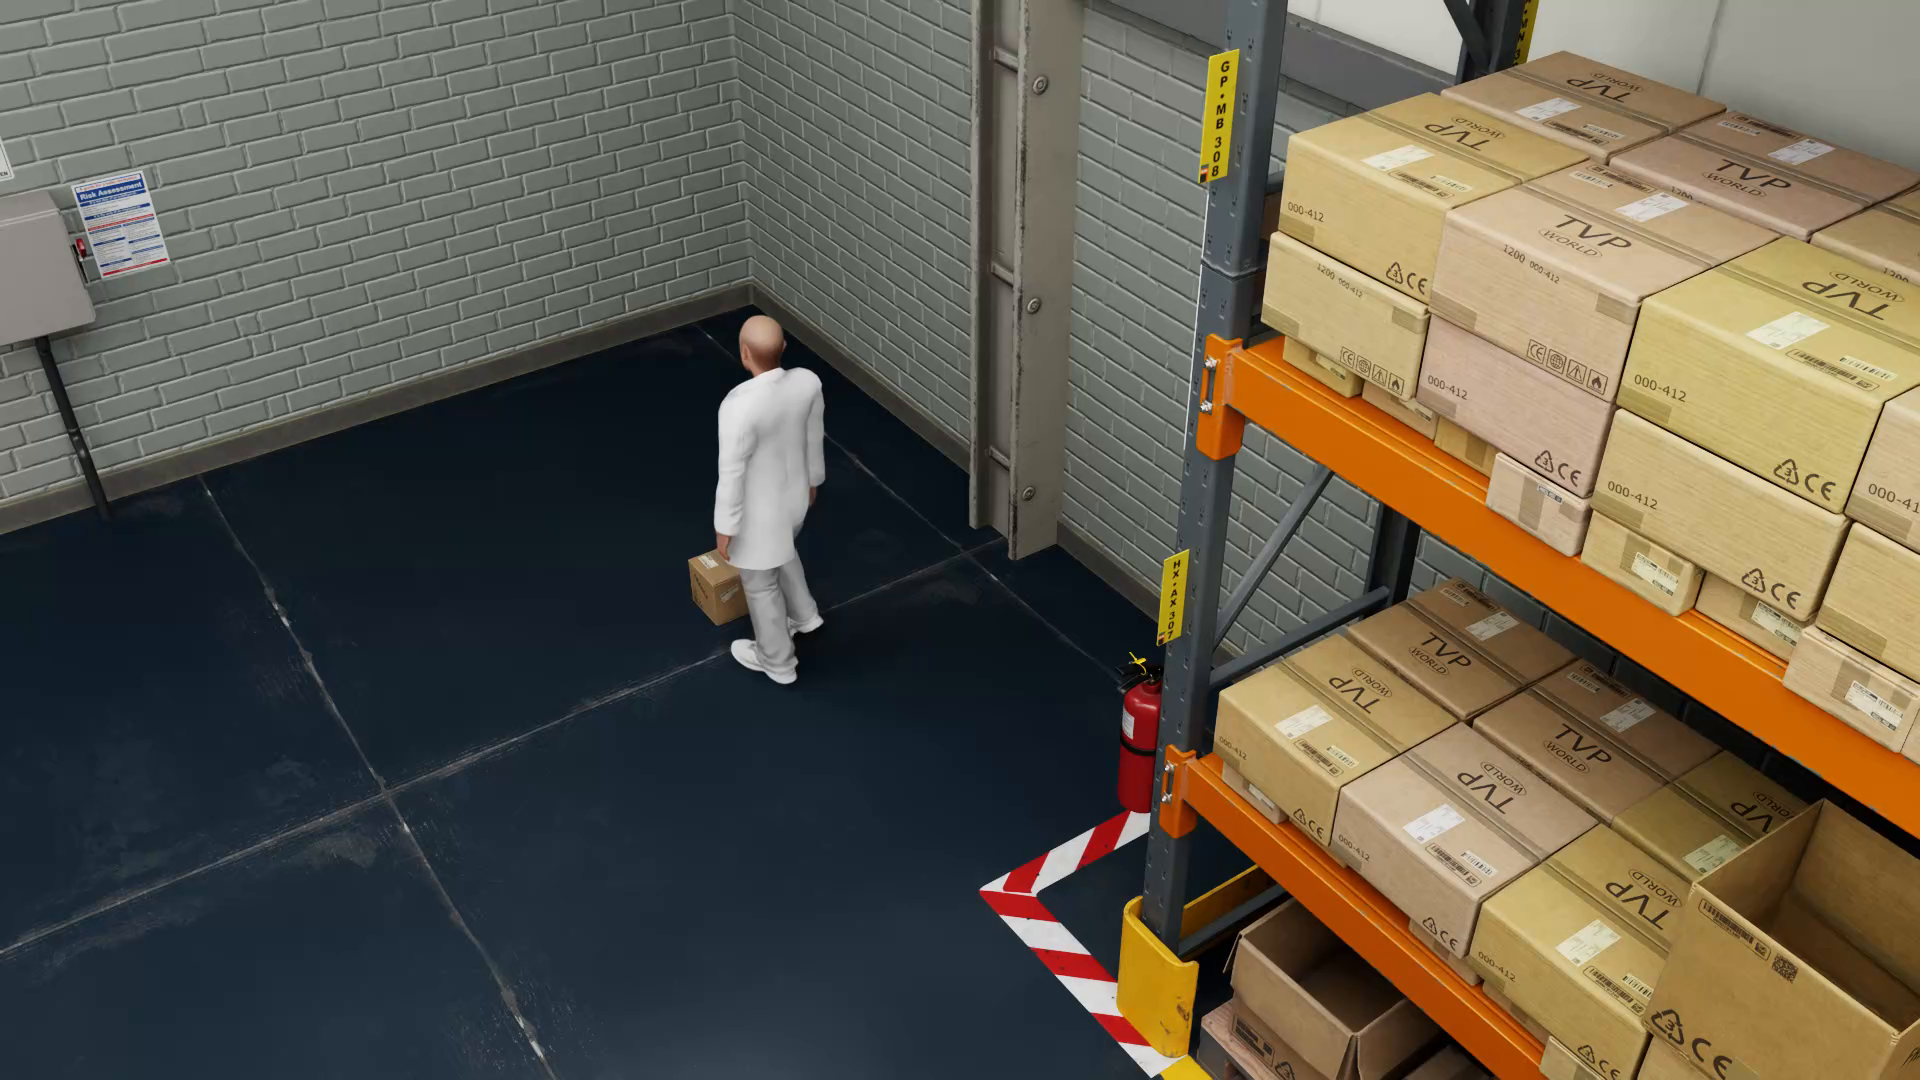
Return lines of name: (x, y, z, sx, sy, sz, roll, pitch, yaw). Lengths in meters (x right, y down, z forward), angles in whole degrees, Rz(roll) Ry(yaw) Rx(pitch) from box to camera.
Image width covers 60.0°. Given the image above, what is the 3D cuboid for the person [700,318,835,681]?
person: (-0.861, -0.160, 7.235, 0.678, 1.821, 0.393, -28, 44, -33)
